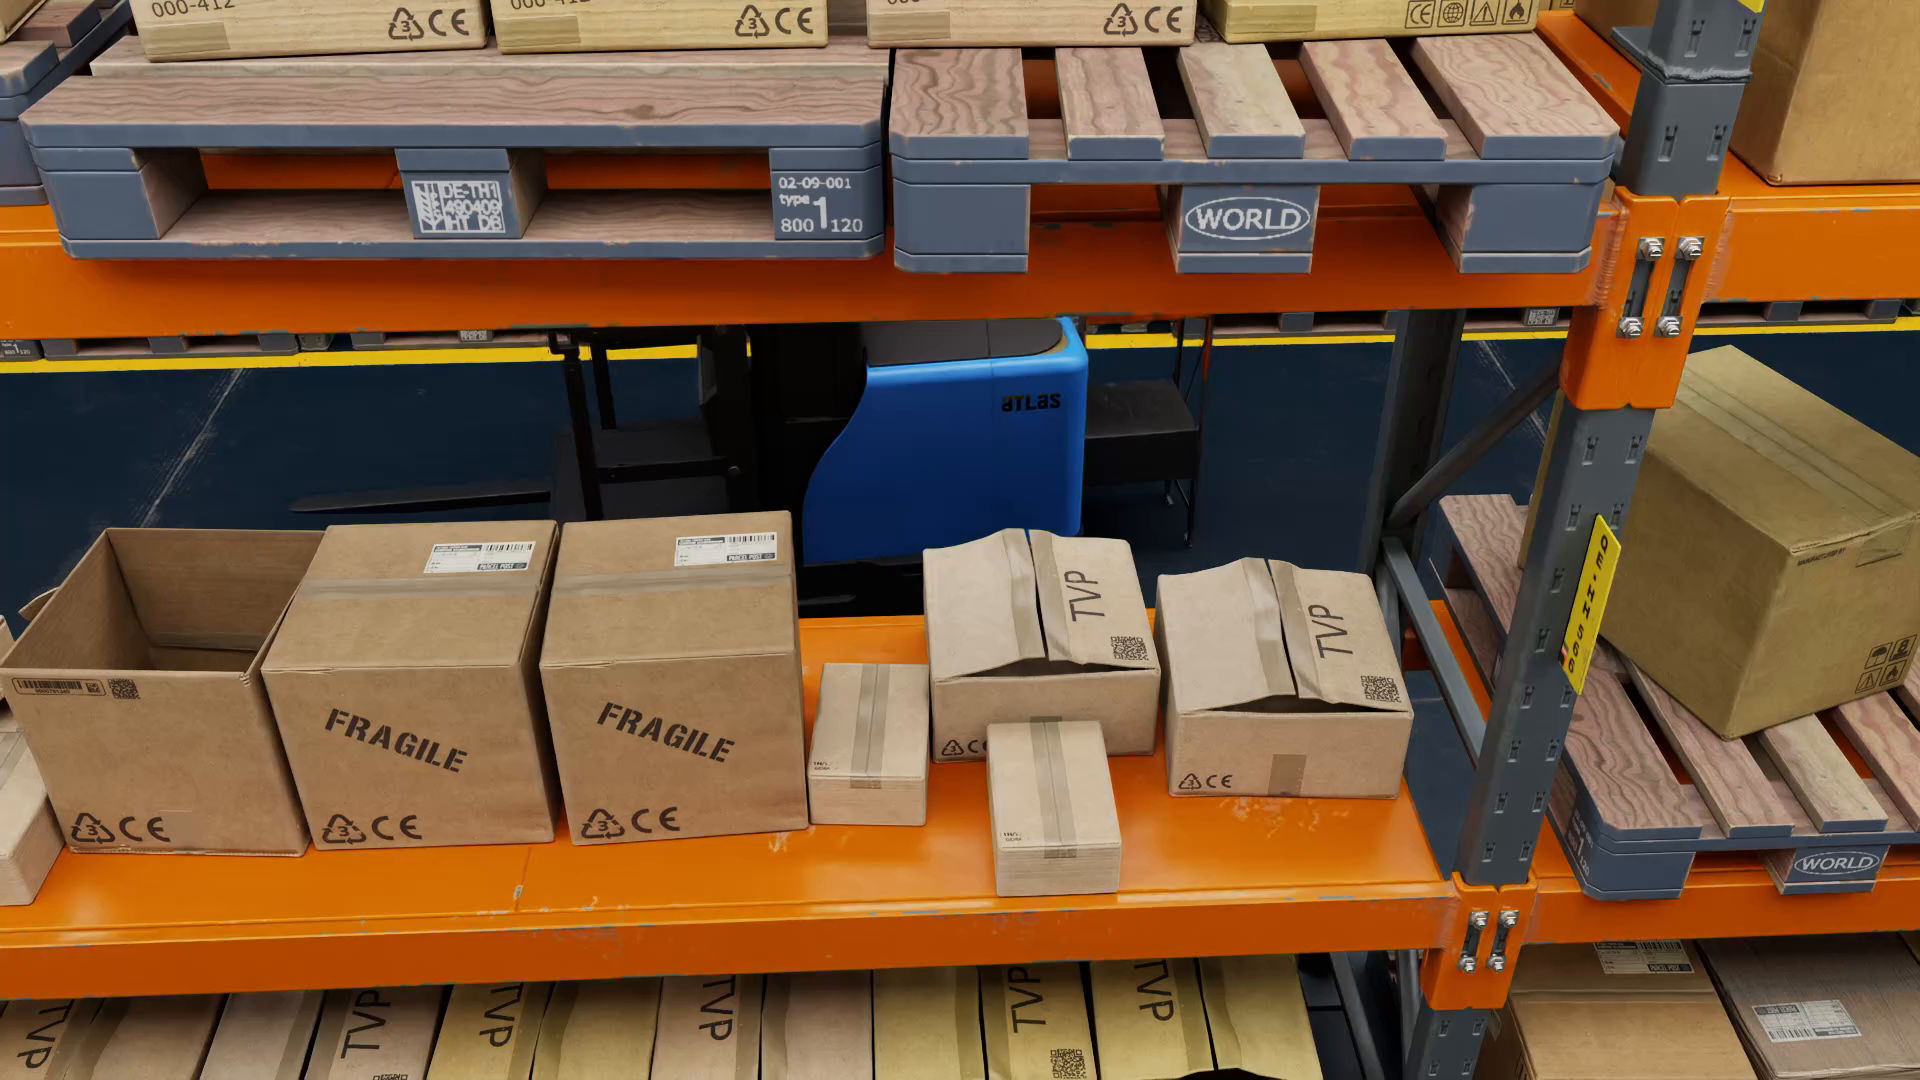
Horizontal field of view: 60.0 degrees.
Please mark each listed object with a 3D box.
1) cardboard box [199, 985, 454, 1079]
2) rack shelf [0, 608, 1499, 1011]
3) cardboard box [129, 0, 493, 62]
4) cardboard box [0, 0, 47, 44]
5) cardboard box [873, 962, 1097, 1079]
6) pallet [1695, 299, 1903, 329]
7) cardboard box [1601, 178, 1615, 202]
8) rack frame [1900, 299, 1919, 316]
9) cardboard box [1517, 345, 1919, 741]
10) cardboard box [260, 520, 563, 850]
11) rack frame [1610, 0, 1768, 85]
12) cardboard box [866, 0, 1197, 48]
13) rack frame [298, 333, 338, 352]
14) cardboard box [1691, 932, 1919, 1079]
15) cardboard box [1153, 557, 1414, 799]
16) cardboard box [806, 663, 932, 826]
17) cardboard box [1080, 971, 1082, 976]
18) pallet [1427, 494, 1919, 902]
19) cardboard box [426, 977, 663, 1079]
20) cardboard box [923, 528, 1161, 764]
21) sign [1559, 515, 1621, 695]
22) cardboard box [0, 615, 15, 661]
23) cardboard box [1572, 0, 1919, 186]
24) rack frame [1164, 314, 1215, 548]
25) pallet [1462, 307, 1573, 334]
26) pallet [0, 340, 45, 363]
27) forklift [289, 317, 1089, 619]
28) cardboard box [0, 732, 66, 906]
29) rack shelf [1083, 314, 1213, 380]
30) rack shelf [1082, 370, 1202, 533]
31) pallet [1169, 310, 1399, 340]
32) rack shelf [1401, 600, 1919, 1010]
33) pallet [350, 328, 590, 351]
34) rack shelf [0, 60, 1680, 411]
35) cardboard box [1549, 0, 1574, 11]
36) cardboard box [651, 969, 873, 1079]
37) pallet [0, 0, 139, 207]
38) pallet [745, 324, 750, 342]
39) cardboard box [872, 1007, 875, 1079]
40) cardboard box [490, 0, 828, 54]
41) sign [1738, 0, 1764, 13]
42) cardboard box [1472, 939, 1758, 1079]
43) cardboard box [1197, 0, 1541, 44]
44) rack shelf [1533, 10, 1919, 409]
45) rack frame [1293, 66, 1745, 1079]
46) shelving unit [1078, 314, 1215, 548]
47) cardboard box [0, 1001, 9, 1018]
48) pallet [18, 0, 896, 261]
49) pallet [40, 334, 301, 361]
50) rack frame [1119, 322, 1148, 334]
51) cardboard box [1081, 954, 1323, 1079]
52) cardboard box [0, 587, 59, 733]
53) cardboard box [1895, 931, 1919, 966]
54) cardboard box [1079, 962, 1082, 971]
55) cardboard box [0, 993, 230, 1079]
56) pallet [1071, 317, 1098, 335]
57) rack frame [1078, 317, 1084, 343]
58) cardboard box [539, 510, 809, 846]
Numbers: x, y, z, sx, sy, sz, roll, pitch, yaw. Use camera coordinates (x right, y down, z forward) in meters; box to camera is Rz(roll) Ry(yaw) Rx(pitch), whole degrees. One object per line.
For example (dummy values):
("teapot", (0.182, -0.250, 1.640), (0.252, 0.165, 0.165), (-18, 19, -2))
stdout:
("cardboard box", (-1.477, 1.218, 3.908), (0.500, 0.311, 0.500), (-3, 35, -4))
("rack shelf", (-0.921, 0.628, 3.839), (4.000, 0.370, 1.077), (-2, 35, -2))
("cardboard box", (-1.006, -0.975, 2.650), (0.500, 0.250, 0.500), (-4, 35, -6))
("cardboard box", (-1.754, -0.986, 2.666), (0.500, 0.250, 0.500), (-5, 35, -7))
("cardboard box", (0.047, 1.177, 3.968), (0.500, 0.311, 0.500), (-2, 35, -3))
("pallet", (4.067, -1.435, 8.638), (1.213, 0.211, 1.003), (-2, 35, -2))
("cardboard box", (3.304, -1.817, 8.260), (0.750, 0.750, 0.750), (-1, 35, -1))
("rack frame", (4.834, -2.645, 7.937), (0.127, 3.000, 1.000), (-2, 35, -2))
("cardboard box", (1.701, -0.017, 3.682), (0.500, 0.500, 0.700), (-13, 37, -18))
("cardboard box", (-1.124, 0.306, 3.585), (0.500, 0.500, 0.500), (-1, 35, -2))
("rack frame", (1.077, -2.189, 2.005), (0.127, 3.000, 1.000), (-2, 35, -2))
("cardboard box", (0.104, -0.998, 2.683), (0.500, 0.250, 0.500), (-1, 35, -1))
("rack frame", (-3.157, -2.430, 7.625), (0.127, 3.000, 1.000), (-2, 35, -2))
("cardboard box", (2.068, 1.258, 4.107), (0.500, 0.500, 0.500), (-3, 35, -4))
("cardboard box", (0.712, 0.300, 3.759), (0.500, 0.311, 0.500), (1, 35, 1))
("cardboard box", (-0.194, 0.448, 3.688), (0.250, 0.149, 0.380), (1, 35, 1))
("cardboard box", (0.540, 1.083, 4.596), (0.500, 0.250, 0.500), (-2, 35, -2))
("pallet", (1.751, 0.299, 3.851), (1.003, 0.211, 1.213), (-2, 35, -2))
("cardboard box", (-0.958, 1.201, 3.932), (0.500, 0.311, 0.500), (-1, 35, -1))
("cardboard box", (0.175, 0.229, 3.862), (0.500, 0.311, 0.500), (-2, 35, -3))
("sign", (1.107, 0.117, 2.927), (0.005, 0.325, 0.100), (-2, 35, -2))
("cardboard box", (-2.429, 0.409, 3.654), (0.500, 0.250, 0.500), (1, 35, 1))
("cardboard box", (1.511, -1.027, 2.875), (0.500, 0.500, 0.910), (-2, 35, -2))
("rack frame", (0.900, -0.943, 6.268), (0.015, 2.100, 0.400), (-5, 35, -7))
("pallet", (2.846, -1.401, 8.588), (1.213, 0.211, 1.003), (-2, 35, -2))
("pallet", (-5.047, -1.211, 8.314), (1.213, 0.211, 1.003), (-2, 35, -2))
("forklift", (-1.095, -1.112, 5.781), (3.031, 2.935, 1.130), (-5, 35, -7))
("cardboard box", (-2.024, 0.581, 3.495), (0.250, 0.149, 0.380), (-2, 35, -2))
("rack shelf", (0.659, -0.911, 6.246), (0.480, 0.518, 0.431), (-5, 35, -7))
("rack shelf", (0.659, -0.336, 6.644), (0.480, 0.518, 0.431), (-5, 35, -7))
("pallet", (1.630, -1.369, 8.543), (1.213, 0.211, 1.003), (-2, 35, -2))
("rack shelf", (3.075, 0.520, 3.995), (4.000, 0.370, 1.077), (-2, 35, -2))
("pallet", (-2.379, -1.305, 8.450), (1.213, 0.211, 1.003), (-2, 35, -2))
("rack shelf", (-0.921, -0.606, 2.986), (4.000, 0.370, 1.077), (-2, 35, -2))
("cardboard box", (2.875, -2.617, 7.529), (0.500, 0.500, 0.500), (-1, 35, -1))
("cardboard box", (-0.458, 1.189, 3.950), (0.500, 0.311, 0.500), (-2, 35, -3))
("pallet", (-2.038, -0.800, 2.802), (1.217, 0.209, 0.805), (-3, 35, -4))
("pallet", (-1.157, -1.340, 8.500), (1.213, 0.211, 1.003), (-2, 35, -2))
("cardboard box", (-0.454, 1.417, 4.114), (0.500, 0.250, 0.500), (-1, 35, -1))
("cardboard box", (-0.468, -0.989, 2.670), (0.500, 0.250, 0.500), (-2, 35, -3))
("sign", (1.095, -0.885, 2.233), (0.005, 0.325, 0.100), (-2, 35, -2))
("cardboard box", (1.545, 1.275, 4.082), (0.500, 0.500, 0.500), (0, 35, 0))
("cardboard box", (0.627, -1.022, 2.718), (0.500, 0.250, 0.500), (-4, 35, -6))
("rack shelf", (3.075, -0.713, 3.141), (4.000, 0.370, 1.077), (-2, 35, -2))
("rack frame", (1.077, 0.278, 3.712), (0.127, 3.000, 1.000), (-2, 35, -2))
("shelving unit", (0.659, -0.922, 6.238), (0.503, 2.100, 0.431), (-5, 35, -7))
("cardboard box", (-2.494, 1.244, 3.872), (0.500, 0.311, 0.500), (-1, 35, -2))
("pallet", (-0.713, -0.777, 2.767), (1.213, 0.211, 1.003), (0, 35, 0))
("pallet", (-3.826, -1.245, 8.364), (1.213, 0.211, 1.003), (-2, 35, -2))
("rack frame", (0.839, -2.538, 7.781), (0.127, 3.000, 1.000), (-2, 35, -2))
("cardboard box", (0.566, 1.159, 3.993), (0.500, 0.311, 0.500), (-1, 35, -1))
("cardboard box", (-2.049, 0.313, 3.780), (0.258, 0.266, 0.396), (-2, 35, -3))
("cardboard box", (2.569, 1.247, 4.122), (0.500, 0.500, 0.500), (-2, 35, -3))
("cardboard box", (0.540, 0.853, 4.437), (0.500, 0.311, 0.500), (0, 35, -1))
("cardboard box", (-1.993, 1.233, 3.887), (0.500, 0.311, 0.500), (-2, 35, -3))
("pallet", (0.058, -1.371, 8.545), (1.213, 0.211, 1.003), (-2, 35, -2))
("rack frame", (0.417, -0.902, 6.208), (0.015, 2.100, 0.400), (-5, 35, -7))
("cardboard box", (-0.598, 0.291, 3.605), (0.500, 0.500, 0.500), (-3, 35, -5))
